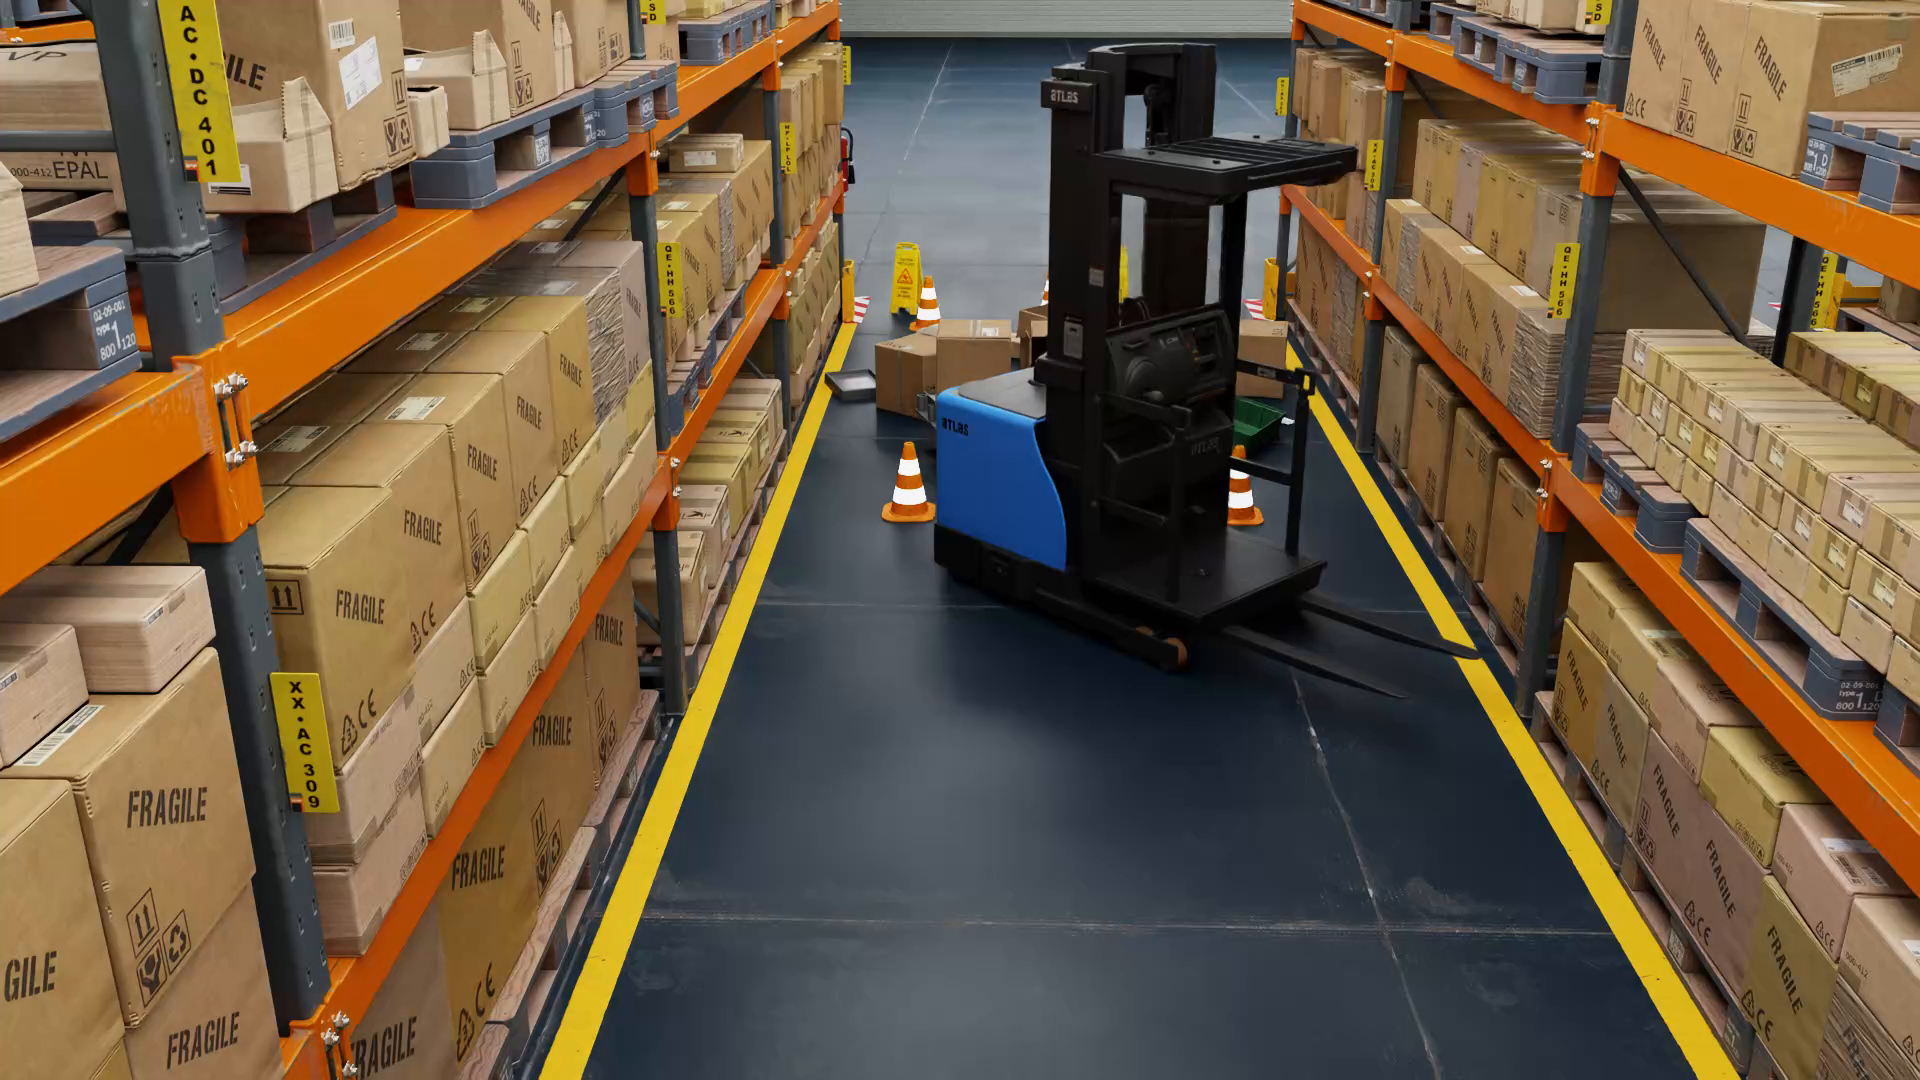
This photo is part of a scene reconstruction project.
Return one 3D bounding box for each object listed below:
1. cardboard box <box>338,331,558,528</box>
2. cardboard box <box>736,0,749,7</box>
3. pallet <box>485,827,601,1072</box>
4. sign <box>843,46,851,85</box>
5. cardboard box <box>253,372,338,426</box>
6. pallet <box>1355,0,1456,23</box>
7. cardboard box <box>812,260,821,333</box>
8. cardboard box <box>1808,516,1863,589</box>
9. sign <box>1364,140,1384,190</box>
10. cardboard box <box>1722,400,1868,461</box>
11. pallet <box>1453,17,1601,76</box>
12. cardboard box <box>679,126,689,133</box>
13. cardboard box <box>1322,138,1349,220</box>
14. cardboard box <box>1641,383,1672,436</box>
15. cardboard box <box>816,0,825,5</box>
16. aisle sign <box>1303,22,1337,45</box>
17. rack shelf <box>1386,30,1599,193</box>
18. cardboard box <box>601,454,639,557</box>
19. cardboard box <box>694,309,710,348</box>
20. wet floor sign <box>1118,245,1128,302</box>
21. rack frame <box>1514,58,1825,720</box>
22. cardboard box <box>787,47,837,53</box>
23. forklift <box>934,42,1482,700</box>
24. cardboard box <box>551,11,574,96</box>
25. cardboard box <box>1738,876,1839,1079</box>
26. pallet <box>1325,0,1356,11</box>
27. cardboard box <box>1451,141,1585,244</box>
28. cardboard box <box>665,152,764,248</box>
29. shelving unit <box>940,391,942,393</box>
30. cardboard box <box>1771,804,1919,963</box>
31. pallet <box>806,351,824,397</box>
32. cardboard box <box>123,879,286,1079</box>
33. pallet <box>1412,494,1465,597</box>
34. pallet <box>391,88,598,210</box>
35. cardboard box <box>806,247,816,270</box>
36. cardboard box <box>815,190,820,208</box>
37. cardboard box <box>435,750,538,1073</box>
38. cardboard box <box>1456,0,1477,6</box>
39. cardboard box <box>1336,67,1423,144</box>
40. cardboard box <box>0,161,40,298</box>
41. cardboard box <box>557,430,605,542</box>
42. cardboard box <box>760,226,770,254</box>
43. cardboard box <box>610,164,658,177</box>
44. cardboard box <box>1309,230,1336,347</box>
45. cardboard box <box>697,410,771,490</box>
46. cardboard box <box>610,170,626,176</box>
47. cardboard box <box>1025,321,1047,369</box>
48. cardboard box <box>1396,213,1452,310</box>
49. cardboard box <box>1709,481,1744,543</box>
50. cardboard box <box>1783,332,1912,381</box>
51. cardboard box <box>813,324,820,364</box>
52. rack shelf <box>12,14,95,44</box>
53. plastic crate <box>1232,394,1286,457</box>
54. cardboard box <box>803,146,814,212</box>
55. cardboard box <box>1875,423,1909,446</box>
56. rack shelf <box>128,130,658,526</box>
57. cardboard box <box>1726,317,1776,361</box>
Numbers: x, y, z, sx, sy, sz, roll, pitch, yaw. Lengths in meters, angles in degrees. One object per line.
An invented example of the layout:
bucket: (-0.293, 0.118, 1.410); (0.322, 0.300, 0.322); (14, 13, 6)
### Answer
cardboard box: (-1.608, -0.360, 5.290); (0.500, 0.500, 0.500); (0, 21, 1)
cardboard box: (-1.554, -3.343, 9.978); (0.500, 0.250, 0.500); (0, 21, 1)
pallet: (-1.942, 1.439, 6.028); (1.003, 0.211, 1.213); (1, 21, 2)
sign: (-1.005, -4.151, 14.544); (0.100, 0.325, 0.005); (1, 21, 2)
cardboard box: (-2.118, -0.186, 4.841); (0.500, 0.500, 0.500); (1, 21, 3)
pallet: (3.305, -3.666, 11.307); (1.003, 0.211, 1.213); (1, 21, 2)
cardboard box: (-1.371, -1.886, 12.928); (0.500, 0.500, 0.500); (2, 21, 4)
cardboard box: (2.878, 0.039, 5.137); (0.380, 0.149, 0.250); (1, 21, 2)
sign: (2.715, -2.459, 10.915); (0.100, 0.325, 0.005); (1, 21, 2)
cardboard box: (2.908, -0.379, 5.803); (0.380, 0.149, 0.250); (2, 21, 4)
pallet: (3.146, -2.515, 8.479); (1.003, 0.211, 1.213); (2, 21, 4)
cardboard box: (-1.885, -2.939, 12.908); (0.500, 0.500, 0.500); (0, 21, 1)
cardboard box: (3.314, -2.803, 12.898); (0.875, 0.550, 0.500); (1, 21, 2)
cardboard box: (2.927, -0.514, 6.562); (0.380, 0.149, 0.250); (2, 21, 4)
cardboard box: (-1.307, -4.441, 13.528); (0.380, 0.149, 0.250); (1, 21, 3)
aisle sign: (3.094, -4.701, 14.403); (0.394, 0.787, 0.004); (1, 21, 2)
rack shelf: (3.209, -2.353, 8.795); (1.077, 0.370, 4.000); (1, 21, 2)
cardboard box: (-1.558, -0.145, 6.462); (0.500, 0.250, 0.500); (1, 21, 3)
cardboard box: (-1.481, -1.079, 8.429); (0.380, 0.149, 0.250); (1, 21, 2)
wet floor sign: (1.414, -2.394, 15.308); (0.267, 0.644, 0.232); (-3, 21, -8)
rack frame: (3.148, -0.567, 7.344); (1.000, 3.000, 0.127); (1, 21, 2)
cardboard box: (-1.379, -3.759, 13.638); (0.700, 0.500, 0.500); (1, 21, 2)
forklift: (1.228, -0.919, 8.345); (1.130, 2.935, 3.031); (-19, 28, -40)
cardboard box: (-1.494, -1.615, 5.502); (0.396, 0.266, 0.258); (0, 21, 0)
cardboard box: (2.814, 1.393, 5.168); (0.500, 0.500, 0.500); (0, 21, 0)
pallet: (3.345, -4.106, 12.441); (1.003, 0.211, 1.213); (1, 21, 2)
cardboard box: (3.232, -1.978, 9.459); (0.700, 0.500, 0.500); (1, 21, 2)
cardboard box: (-1.479, -2.064, 10.071); (0.500, 0.500, 0.500); (1, 21, 2)
shelving unit: (0.000, -0.417, 9.859); (0.258, 0.900, 0.210); (1, 21, 2)
cardboard box: (2.826, 1.041, 5.037); (0.500, 0.250, 0.500); (2, 21, 4)
pallet: (-1.661, -1.417, 13.389); (1.003, 0.211, 1.213); (1, 21, 2)
cardboard box: (-1.683, 0.985, 3.205); (0.500, 0.500, 0.500); (1, 21, 2)
pallet: (3.288, 0.009, 9.715); (1.003, 0.211, 1.213); (1, 21, 2)
pallet: (-1.800, -1.258, 5.238); (1.003, 0.211, 1.213); (2, 21, 4)
cardboard box: (-1.310, -2.135, 12.673); (0.380, 0.149, 0.250); (2, 21, 5)
cardboard box: (-1.325, -2.760, 13.342); (0.380, 0.149, 0.250); (0, 21, 1)
cardboard box: (-1.965, 1.104, 5.393); (0.875, 0.875, 0.875); (1, 21, 3)
cardboard box: (2.968, -3.033, 9.182); (0.380, 0.149, 0.250); (1, 21, 2)
cardboard box: (3.378, -3.305, 12.701); (0.875, 0.550, 0.500); (1, 21, 2)
cardboard box: (-1.624, -0.482, 2.446); (0.396, 0.266, 0.258); (1, 21, 3)
cardboard box: (-1.570, -0.200, 5.913); (0.500, 0.250, 0.500); (0, 21, 0)
cardboard box: (-1.420, -1.921, 10.600); (0.380, 0.149, 0.250); (1, 21, 2)
cardboard box: (-2.025, -1.886, 9.614); (0.500, 0.500, 0.500); (1, 21, 1)
cardboard box: (3.413, -2.101, 13.653); (0.875, 0.875, 0.875); (0, 21, 1)
cardboard box: (-1.713, -0.552, 10.358); (0.950, 0.372, 0.625); (2, 21, 5)
cardboard box: (-1.979, -2.155, 9.409); (0.380, 0.149, 0.250); (2, 21, 5)
cardboard box: (0.898, -1.376, 12.692); (0.797, 0.637, 0.503); (1, 21, 2)
cardboard box: (2.971, -1.690, 10.100); (0.500, 0.500, 0.500); (1, 21, 2)
cardboard box: (2.905, -0.098, 5.901); (0.380, 0.149, 0.250); (1, 21, 3)
cardboard box: (3.592, -0.741, 6.736); (0.380, 0.149, 0.250); (0, 21, 0)
cardboard box: (-1.374, -1.541, 13.073); (0.500, 0.250, 0.500); (0, 21, 1)
rack shelf: (-6.581, -3.871, 12.706); (1.077, 0.370, 4.000); (1, 21, 2)
plastic crate: (1.966, -0.807, 11.769); (0.450, 0.188, 0.662); (23, 29, 25)
cardboard box: (-1.368, -2.736, 12.384); (0.500, 0.500, 0.500); (0, 21, 1)
cardboard box: (3.569, -0.319, 6.059); (0.380, 0.149, 0.250); (1, 21, 2)
rack shelf: (-1.863, -0.925, 5.114); (1.077, 0.370, 4.000); (1, 21, 2)
cardboard box: (3.432, -0.773, 7.736); (0.500, 0.500, 0.500); (1, 21, 2)
